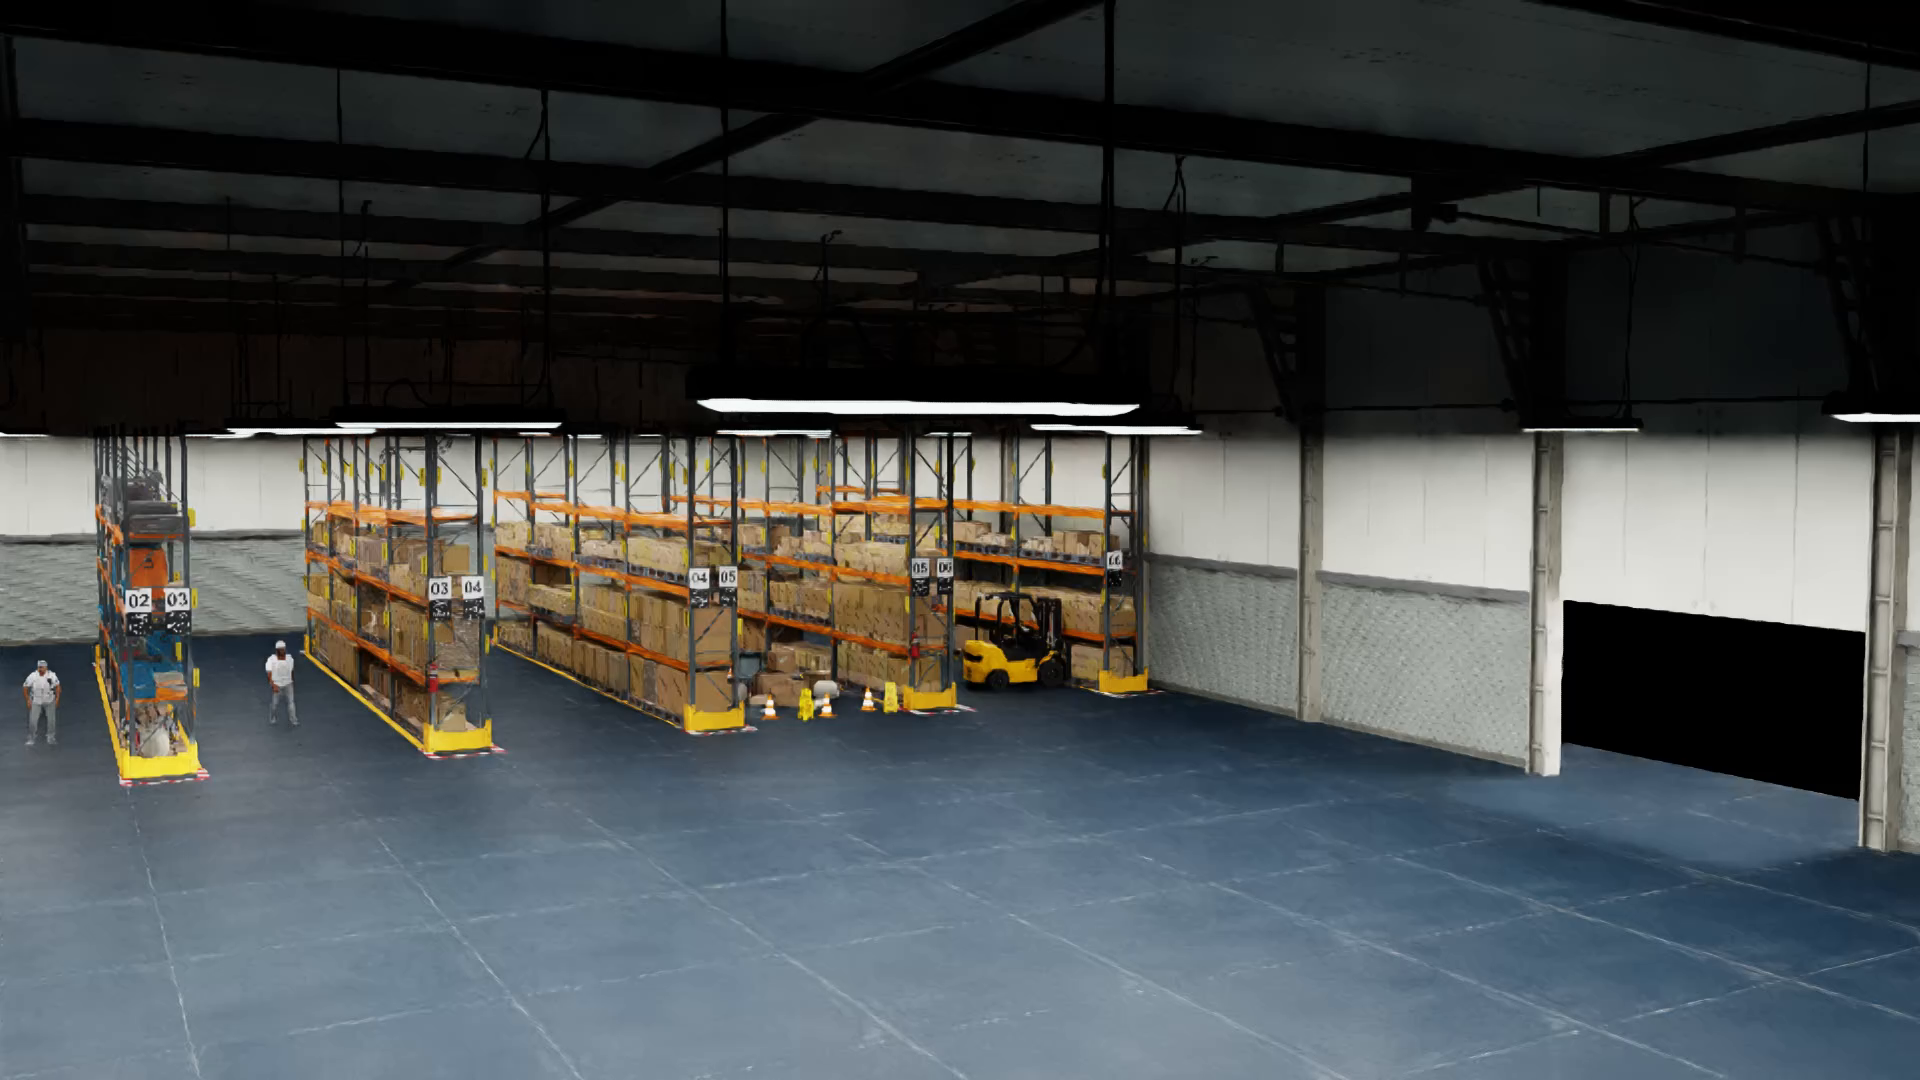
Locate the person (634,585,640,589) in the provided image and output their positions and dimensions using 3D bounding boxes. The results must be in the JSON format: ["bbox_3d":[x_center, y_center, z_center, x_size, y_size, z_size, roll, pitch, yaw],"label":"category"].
[{"bbox_3d":[-8.870,2.104,45.467,0.581,1.707,0.640,0,3,-7],"label":"person"}]

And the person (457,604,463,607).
[{"bbox_3d":[-13.226,2.211,43.675,0.598,1.698,1.193,-2,4,-27],"label":"person"}]

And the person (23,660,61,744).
[{"bbox_3d":[-17.200,3.037,31.169,0.625,1.610,0.582,-2,4,-31],"label":"person"}]

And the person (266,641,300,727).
[{"bbox_3d":[-13.504,2.857,33.077,0.571,1.708,1.033,-3,4,-37],"label":"person"}]
